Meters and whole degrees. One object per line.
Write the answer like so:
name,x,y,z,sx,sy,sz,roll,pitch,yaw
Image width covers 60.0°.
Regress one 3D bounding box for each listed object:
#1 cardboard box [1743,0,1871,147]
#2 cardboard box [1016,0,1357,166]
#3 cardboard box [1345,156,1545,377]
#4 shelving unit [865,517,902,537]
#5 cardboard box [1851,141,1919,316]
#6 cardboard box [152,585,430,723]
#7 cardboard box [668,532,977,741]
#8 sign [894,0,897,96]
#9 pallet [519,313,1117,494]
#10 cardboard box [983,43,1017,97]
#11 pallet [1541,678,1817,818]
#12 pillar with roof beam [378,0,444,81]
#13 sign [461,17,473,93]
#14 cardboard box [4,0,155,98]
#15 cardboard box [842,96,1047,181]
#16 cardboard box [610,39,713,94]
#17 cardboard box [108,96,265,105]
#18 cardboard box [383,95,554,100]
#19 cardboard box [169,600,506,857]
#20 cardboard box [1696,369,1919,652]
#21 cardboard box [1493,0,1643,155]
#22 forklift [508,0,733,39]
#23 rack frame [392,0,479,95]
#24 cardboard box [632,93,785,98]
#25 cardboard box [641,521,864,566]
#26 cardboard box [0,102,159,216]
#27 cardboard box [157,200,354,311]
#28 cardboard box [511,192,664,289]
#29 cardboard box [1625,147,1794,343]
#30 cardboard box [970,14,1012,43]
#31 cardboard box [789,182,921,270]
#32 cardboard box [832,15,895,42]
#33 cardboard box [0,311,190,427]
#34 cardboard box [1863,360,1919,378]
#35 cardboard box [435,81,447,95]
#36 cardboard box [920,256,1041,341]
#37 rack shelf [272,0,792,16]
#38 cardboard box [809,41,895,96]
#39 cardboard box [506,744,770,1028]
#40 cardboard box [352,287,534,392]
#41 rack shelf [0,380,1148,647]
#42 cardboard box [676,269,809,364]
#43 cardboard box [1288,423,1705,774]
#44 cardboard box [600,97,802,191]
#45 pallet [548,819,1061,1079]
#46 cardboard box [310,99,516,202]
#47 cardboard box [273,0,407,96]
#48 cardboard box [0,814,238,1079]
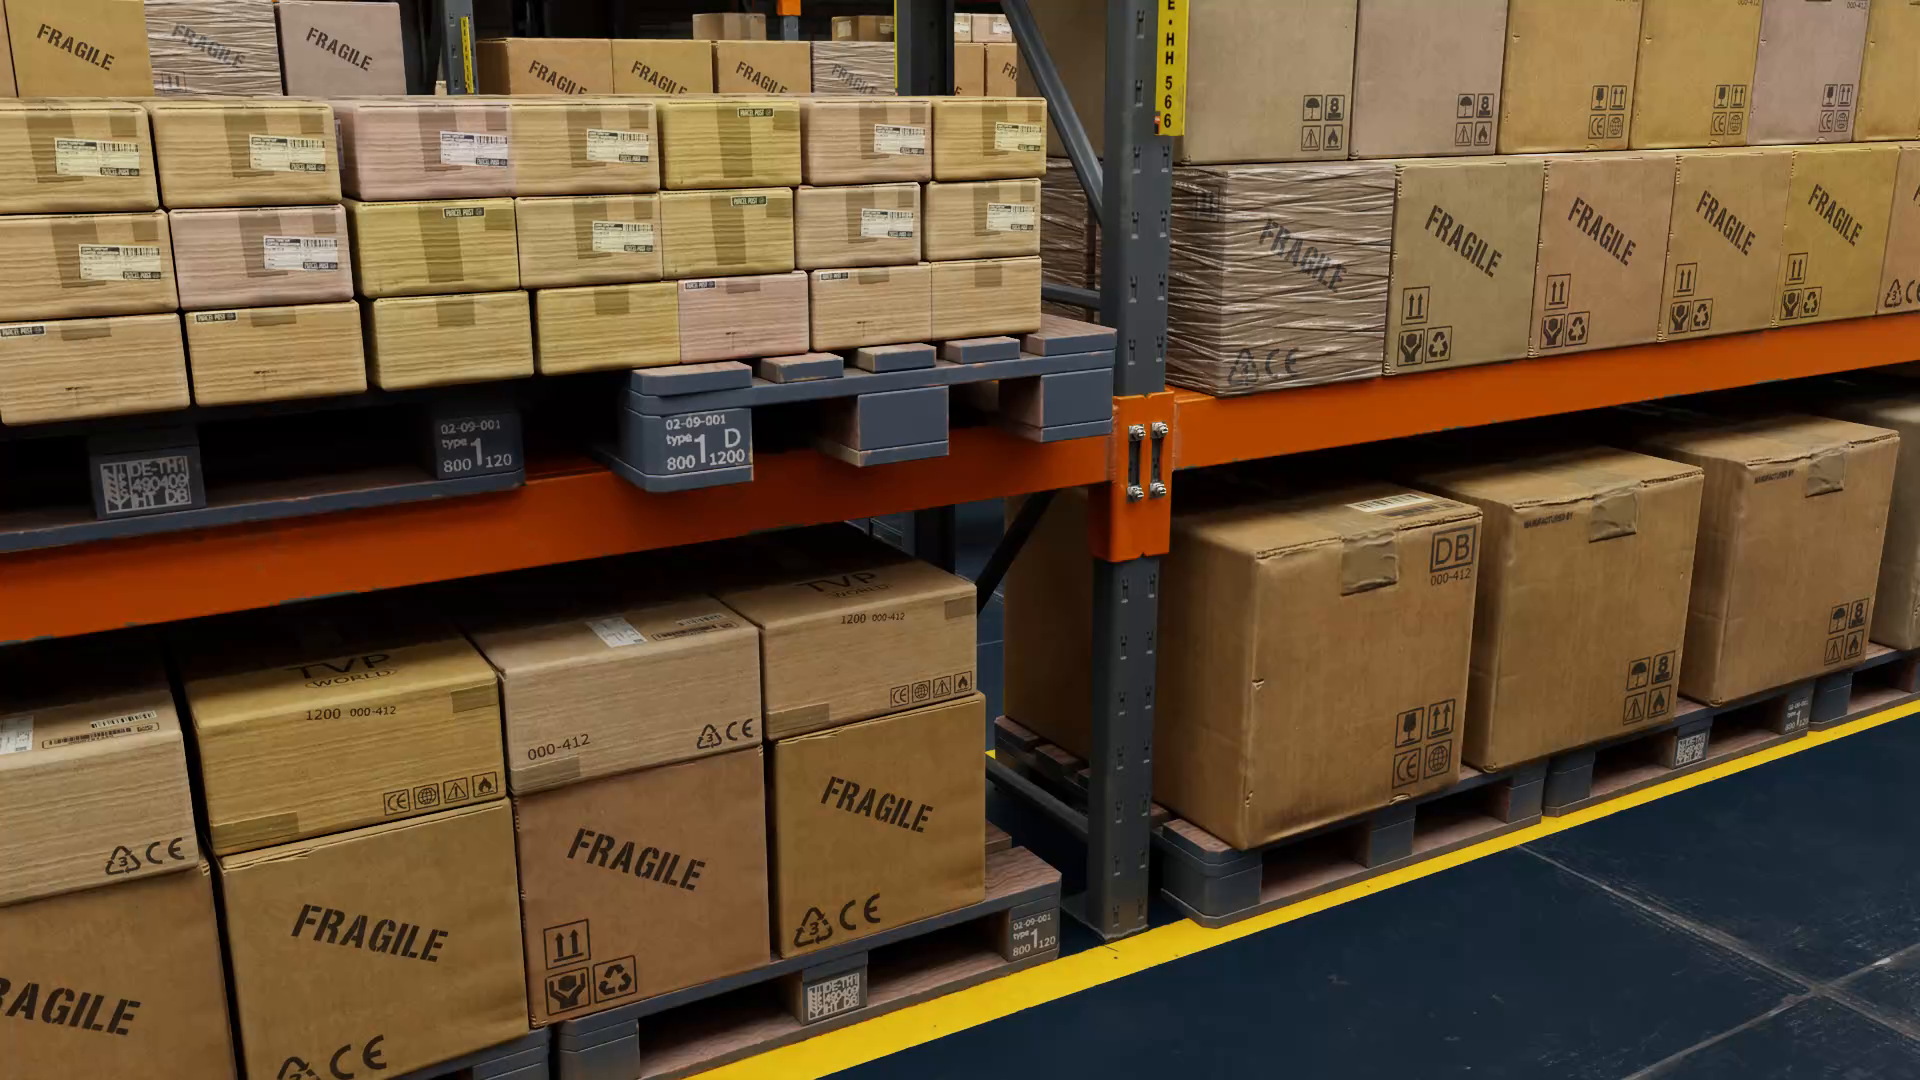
cardboard box,2.278,-1.476,5.081,0.500,0.500,0.700,-9,18,-29
cardboard box,0.535,-1.193,4.070,0.500,0.500,0.700,-9,18,-30
cardboard box,1.104,-0.723,4.245,0.500,0.500,0.500,-9,18,-30
shelving unit,0.006,-0.723,7.211,0.755,1.500,0.431,-9,18,-30
cardboard box,2.831,-1.003,5.244,0.500,0.500,0.500,-9,18,-30
cardboard box,-1.436,0.213,3.555,0.500,0.250,0.500,-9,18,-29
cardboard box,-0.306,0.193,3.628,0.500,0.250,0.500,-10,18,-31
sign,-0.143,-1.289,4.304,0.005,0.325,0.100,-9,18,-30
pallet,-0.411,-0.387,3.589,1.003,0.211,1.213,-9,18,-30
cardboard box,0.236,-2.497,9.247,0.500,0.500,0.500,-9,18,-29
pallet,1.905,0.479,5.310,1.213,0.211,1.003,-9,18,-30
pillar with roof beam,-2.180,-5.165,9.162,0.400,9.000,9.100,-9,18,-30
sign,-2.202,-2.164,7.427,0.005,0.325,0.100,-9,18,-30
cardboard box,-3.664,-1.991,6.917,0.500,0.500,0.500,-9,18,-30
cardboard box,-0.039,-0.797,3.280,0.250,0.149,0.380,-10,19,-32
cardboard box,-1.543,-2.211,8.226,0.500,0.500,0.500,-8,18,-27
cardboard box,-1.476,-0.768,3.179,0.250,0.149,0.380,-9,18,-28
cardboard box,-1.019,-0.844,3.447,0.250,0.149,0.380,-10,19,-32
cardboard box,-1.177,0.333,3.130,0.500,0.250,0.500,-9,18,-28
cardboard box,3.088,-0.171,5.853,0.750,0.750,1.050,-9,18,-30
cardboard box,1.407,-1.335,4.578,0.500,0.500,0.700,-10,18,-31
forklift,-2.092,-2.518,10.961,3.031,2.935,1.130,-9,18,-30
rack frame,-2.490,-1.734,8.040,0.127,3.000,1.000,-9,18,-30
cardboard box,-0.579,-0.913,3.696,0.250,0.149,0.380,-10,18,-31
cardboard box,-0.570,0.077,4.042,0.500,0.250,0.500,-10,19,-32
cardboard box,-1.372,-0.581,2.512,0.250,0.149,0.380,-9,18,-28
cardboard box,-1.148,-0.474,2.679,0.250,0.149,0.380,-9,18,-28
cardboard box,-0.710,-0.544,2.930,0.250,0.149,0.380,-9,18,-30
cardboard box,1.964,-0.861,4.740,0.500,0.500,0.500,-9,18,-30
cardboard box,0.075,-2.781,9.057,0.250,0.149,0.380,-10,18,-31
cardboard box,-0.271,-0.616,3.187,0.250,0.149,0.380,-8,18,-28
cardboard box,-0.525,-2.838,9.260,0.250,0.149,0.380,-8,18,-27
cardboard box,-1.375,-0.294,2.588,0.250,0.149,0.380,-10,19,-32
cardboard box,4.149,-0.410,6.472,0.875,0.875,0.875,-9,18,-29
cardboard box,-3.972,-3.337,12.371,0.250,0.149,0.380,-9,18,-29
cardboard box,-0.041,-0.509,3.357,0.250,0.149,0.380,-9,18,-29
rack shelf,-3.336,-4.258,12.819,4.000,0.370,1.077,-9,18,-30
cardboard box,-0.658,-2.354,8.736,0.500,0.500,0.500,-10,19,-32
cardboard box,-0.731,0.622,3.488,0.500,0.500,0.500,-8,18,-27
cardboard box,-0.920,-0.368,2.852,0.250,0.149,0.380,-10,19,-32
rack shelf,-1.569,0.021,3.109,4.000,0.370,1.077,-9,18,-30
cardboard box,-0.475,-0.440,3.108,0.250,0.149,0.380,-9,18,-29
cardboard box,1.461,0.092,4.915,0.750,0.750,1.050,-9,18,-29
cardboard box,-0.480,-0.726,3.027,0.250,0.149,0.380,-9,18,-28
pallet,-0.525,0.848,3.994,1.213,0.211,1.003,-9,18,-30
cardboard box,-0.916,-0.656,2.777,0.250,0.149,0.380,-9,18,-30
cardboard box,-2.799,-2.132,7.419,0.500,0.500,0.500,-10,18,-31
cardboard box,-1.619,0.763,2.983,0.500,0.500,0.500,-9,18,-29
